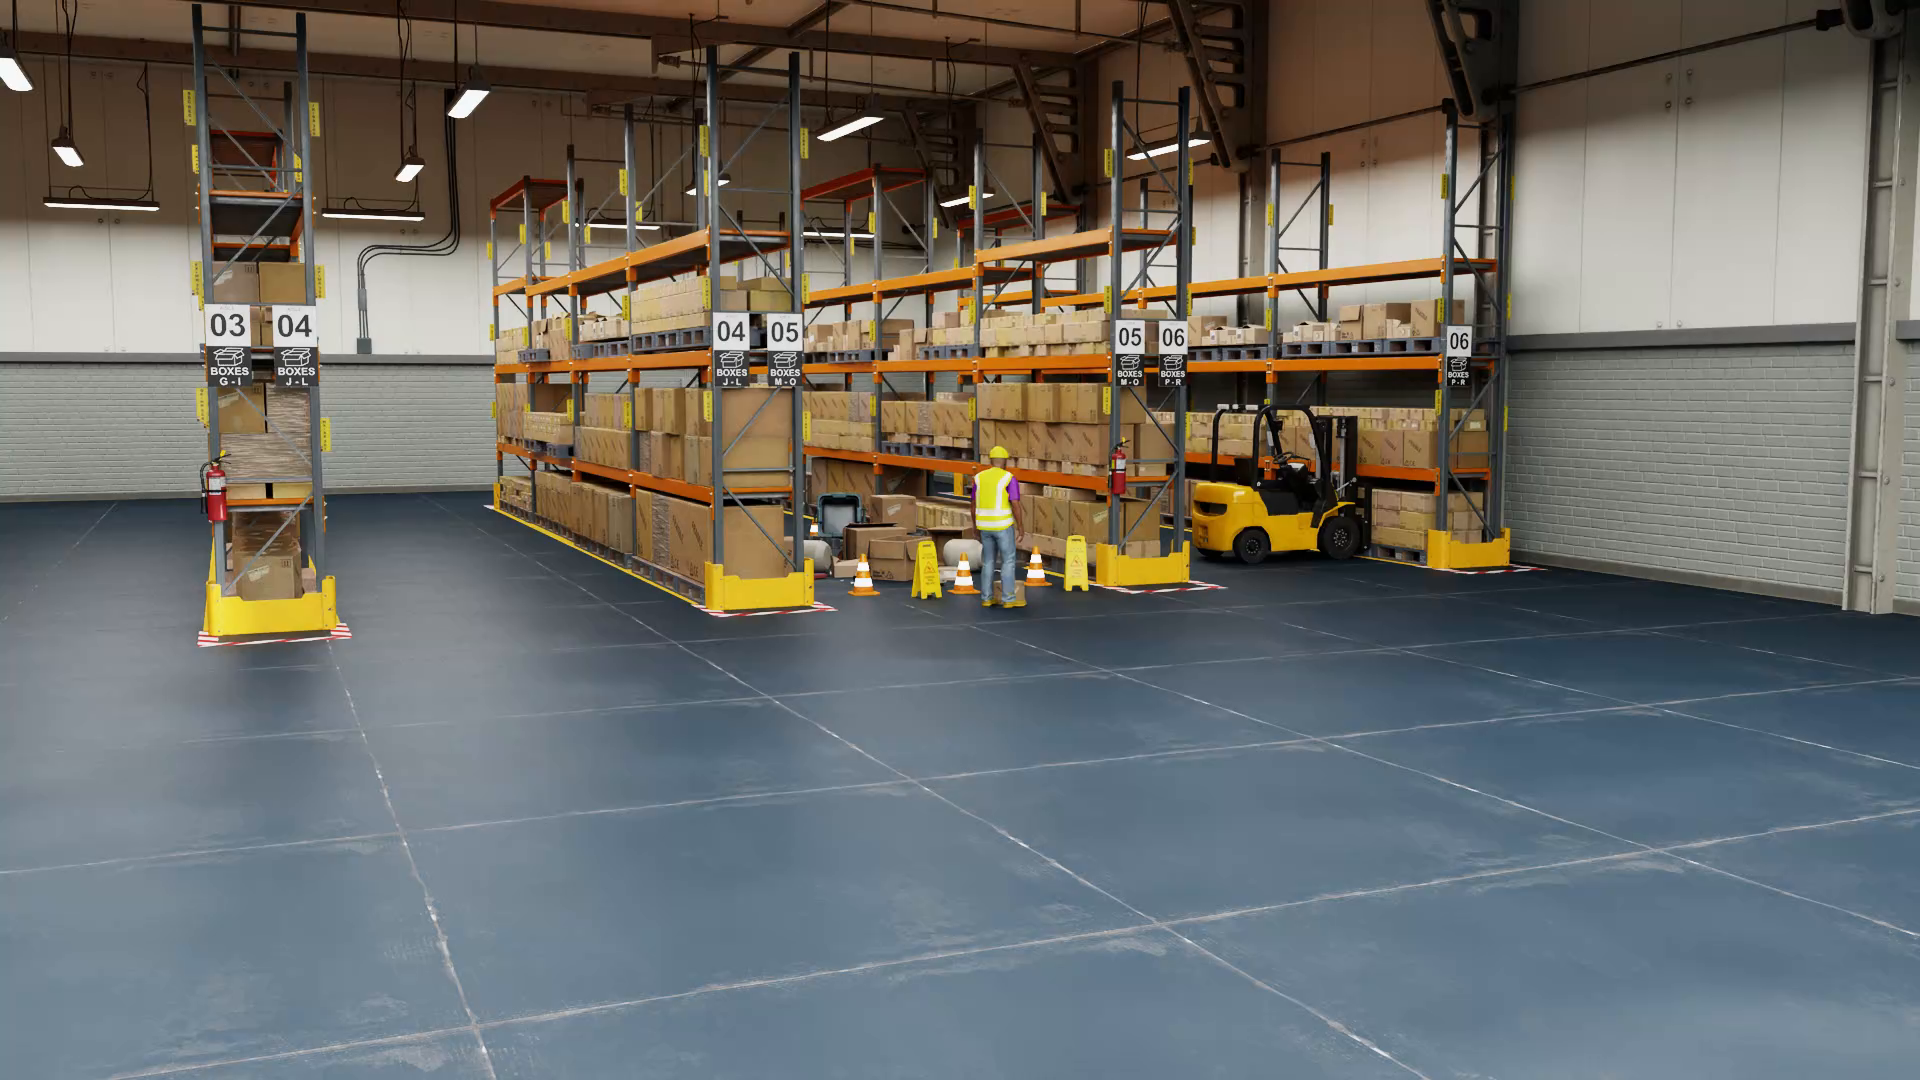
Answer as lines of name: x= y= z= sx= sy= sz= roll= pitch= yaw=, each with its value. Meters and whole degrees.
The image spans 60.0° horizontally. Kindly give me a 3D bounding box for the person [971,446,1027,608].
person: x=0.414 y=-0.149 z=18.254 sx=0.635 sy=1.760 sz=0.455 roll=3 pitch=6 yaw=33
